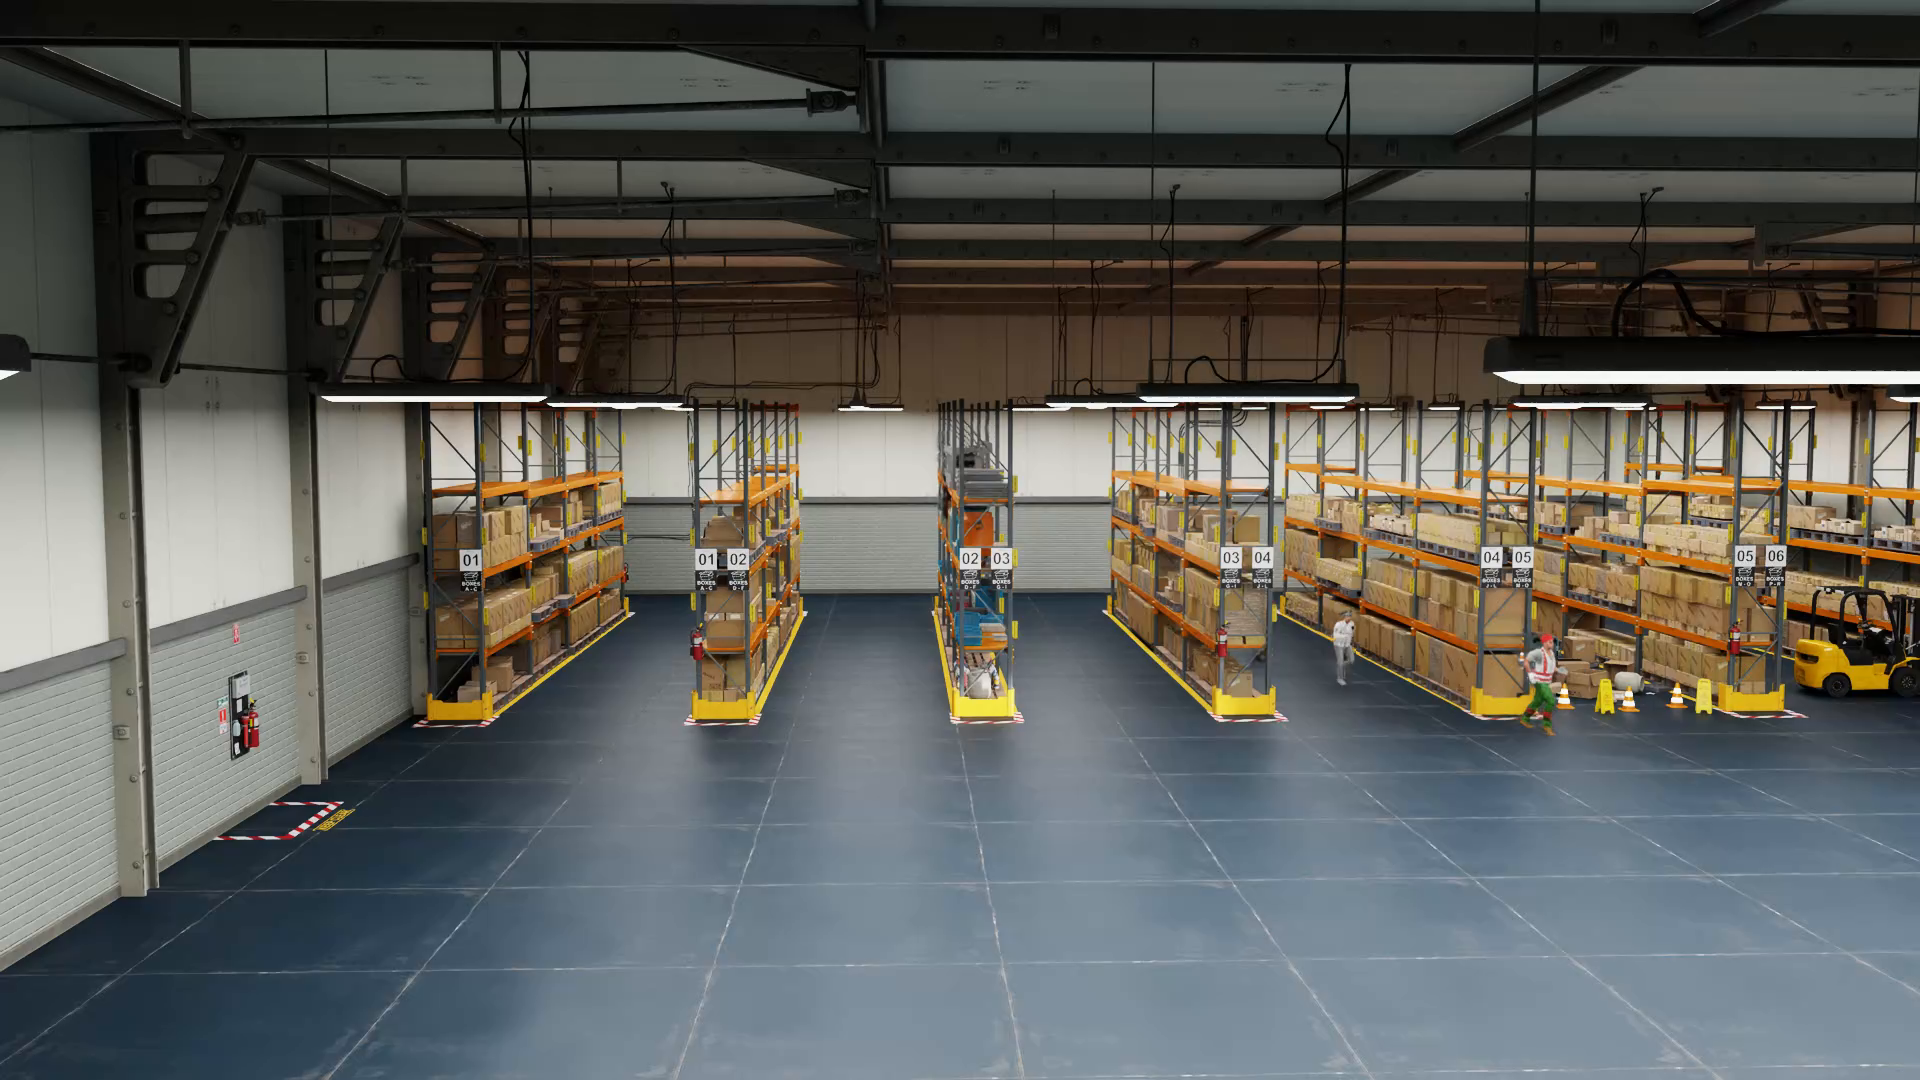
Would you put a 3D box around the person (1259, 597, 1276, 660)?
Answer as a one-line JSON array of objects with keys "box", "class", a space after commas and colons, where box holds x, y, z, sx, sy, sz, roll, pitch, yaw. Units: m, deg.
[{"box": [7.045, 1.882, 38.882, 0.732, 1.765, 0.980, 0, 4, -3], "class": "person"}]

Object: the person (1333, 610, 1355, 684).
[{"box": [8.122, 2.255, 35.043, 0.601, 1.625, 0.708, -1, 4, -12], "class": "person"}]

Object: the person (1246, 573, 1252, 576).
[{"box": [8.016, 1.330, 46.633, 0.750, 1.724, 0.832, 1, 5, 16], "class": "person"}]

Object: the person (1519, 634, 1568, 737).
[{"box": [10.424, 2.578, 29.779, 0.576, 1.824, 0.877, -4, 6, -44], "class": "person"}]
